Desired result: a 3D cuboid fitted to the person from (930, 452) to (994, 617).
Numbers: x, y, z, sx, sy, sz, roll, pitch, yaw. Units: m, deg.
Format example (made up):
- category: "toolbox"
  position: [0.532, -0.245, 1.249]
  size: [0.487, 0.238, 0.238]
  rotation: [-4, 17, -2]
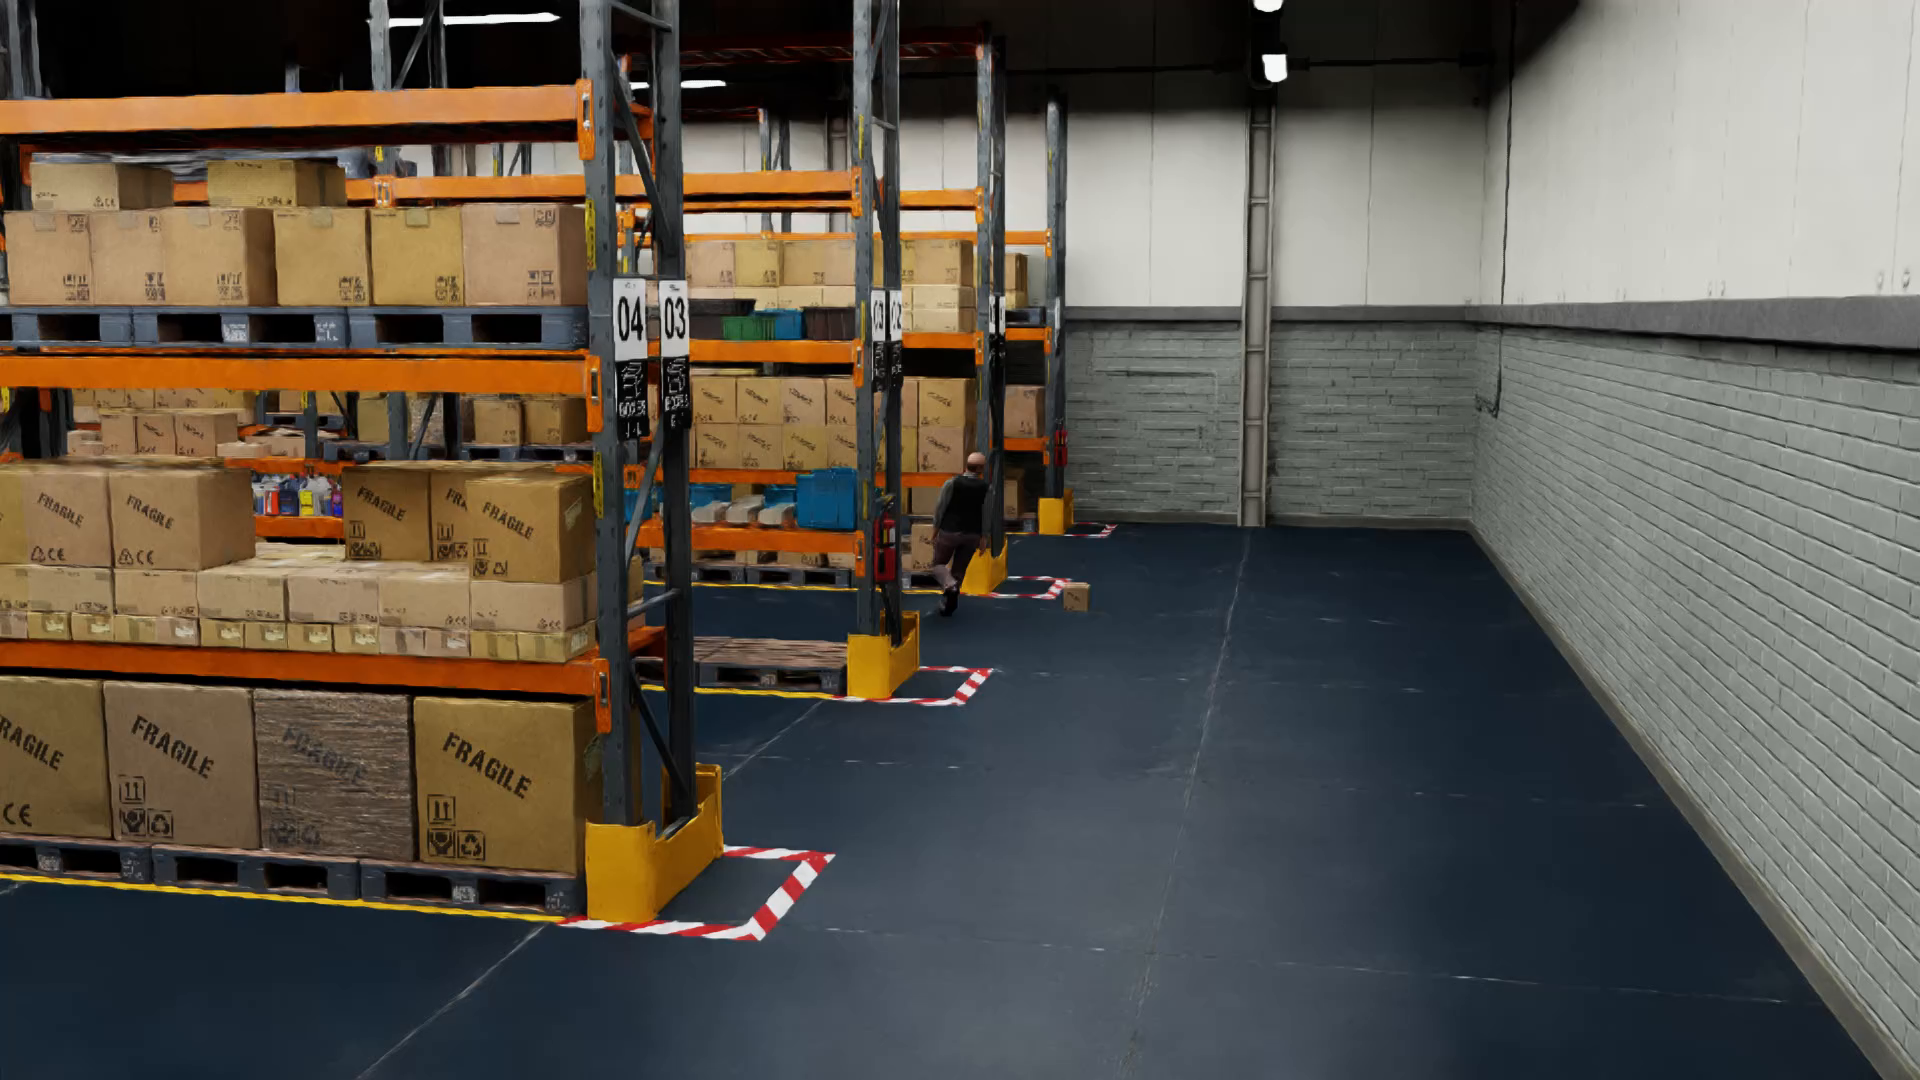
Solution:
- category: "person"
  position: [0.019, -0.047, 16.444]
  size: [0.609, 1.664, 0.731]
  rotation: [-1, 8, -9]
